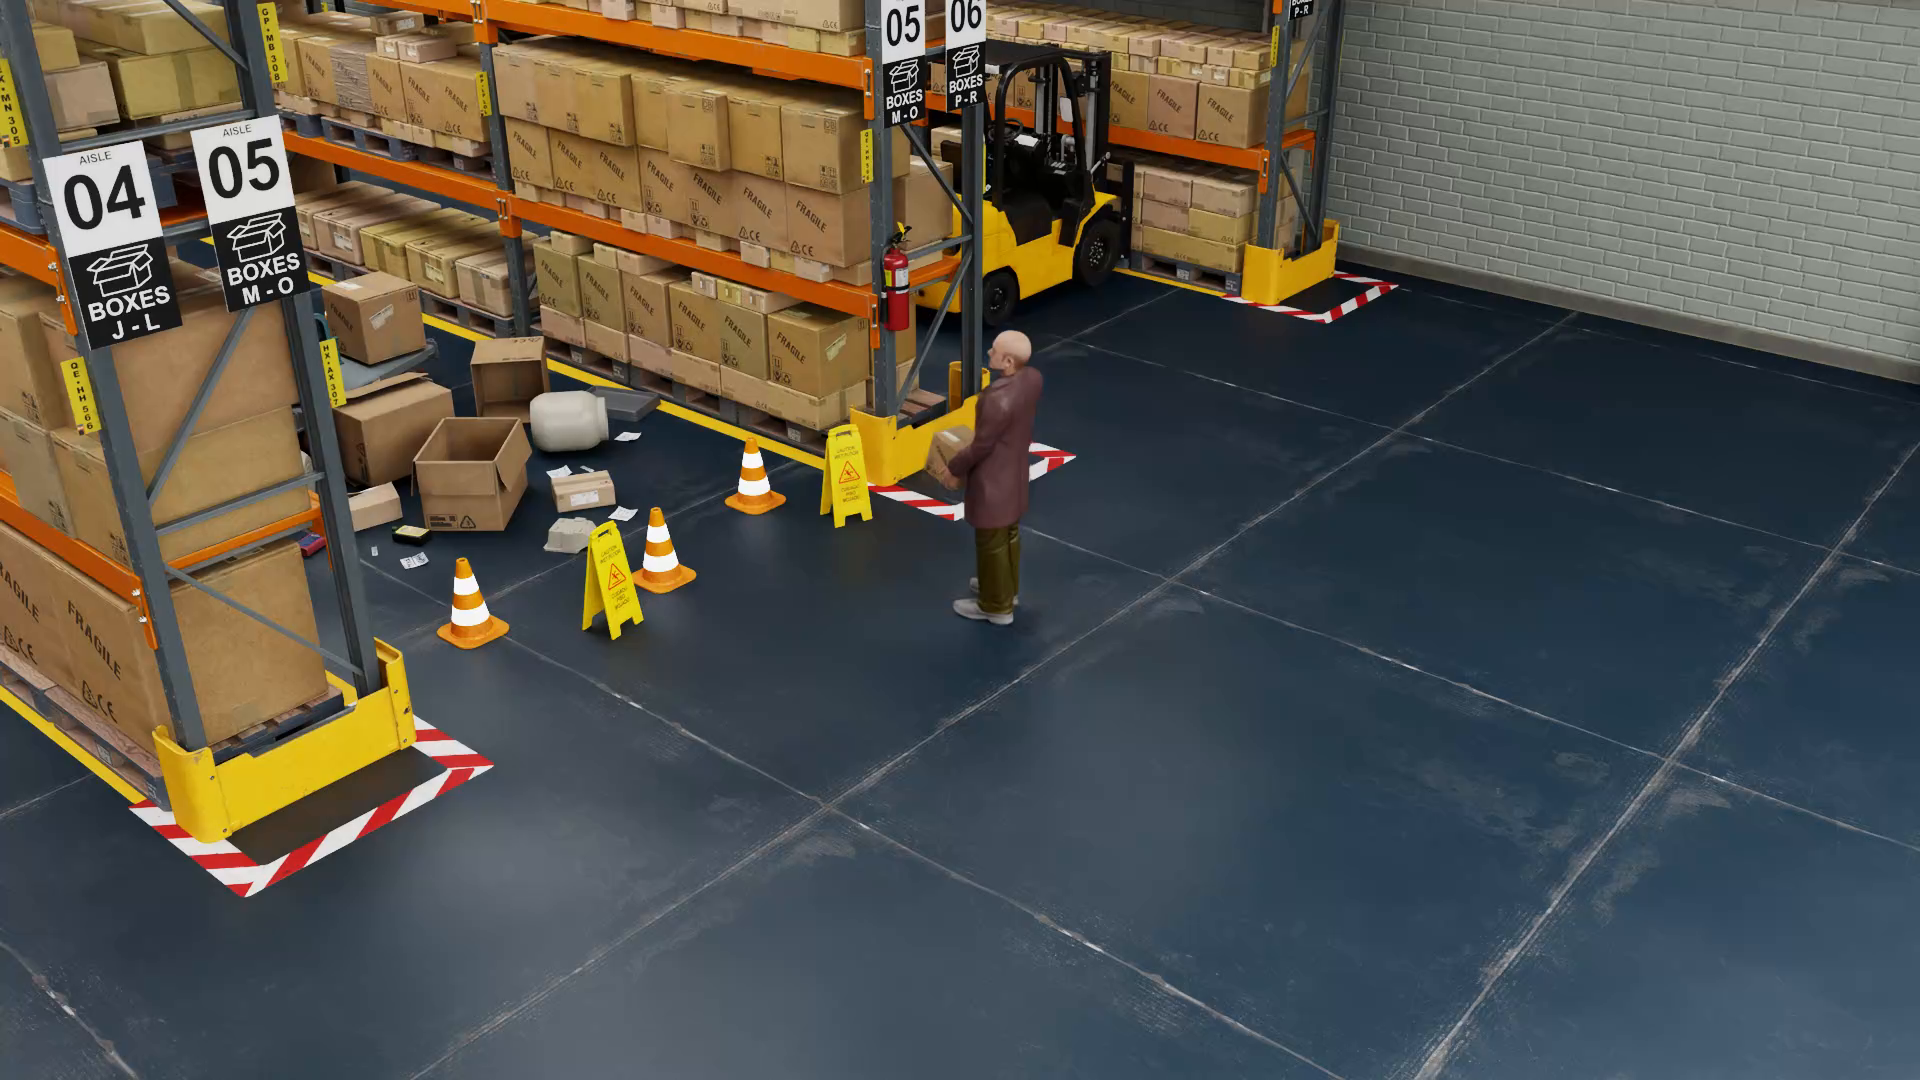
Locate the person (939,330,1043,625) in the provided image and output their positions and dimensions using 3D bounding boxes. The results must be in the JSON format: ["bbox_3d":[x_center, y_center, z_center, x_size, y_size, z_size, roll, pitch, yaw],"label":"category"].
[{"bbox_3d":[0.166,-0.360,9.328,0.497,1.781,0.588,13,30,24],"label":"person"}]
